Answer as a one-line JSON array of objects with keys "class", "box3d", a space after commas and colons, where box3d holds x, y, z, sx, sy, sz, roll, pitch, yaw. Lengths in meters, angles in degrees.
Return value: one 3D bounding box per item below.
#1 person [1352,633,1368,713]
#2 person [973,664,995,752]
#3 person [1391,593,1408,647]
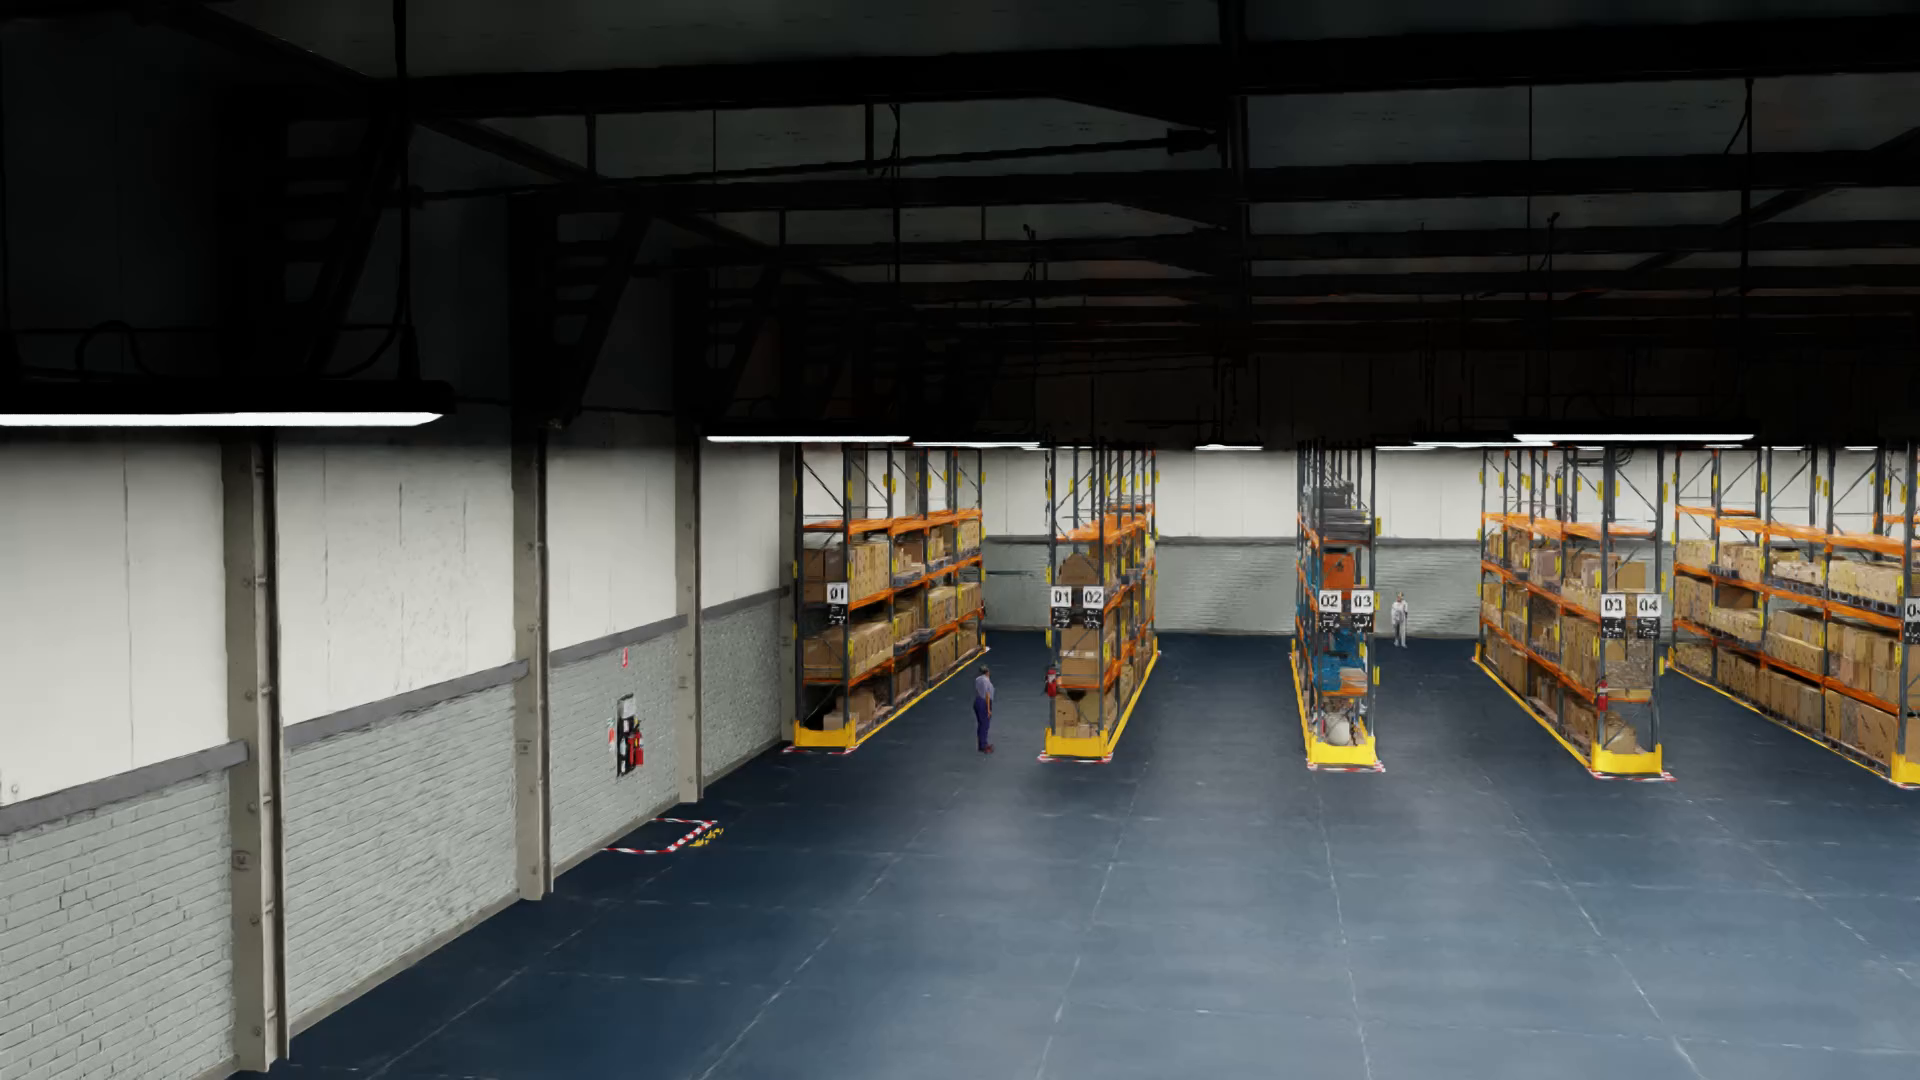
[{"class": "person", "box3d": [8.814, 2.875, 36.537, 0.434, 1.791, 0.710, 0, 3, 1]}, {"class": "person", "box3d": [0.493, 3.240, 31.844, 0.426, 1.581, 0.514, -1, 3, -21]}, {"class": "person", "box3d": [12.916, 2.325, 48.859, 0.494, 1.589, 1.086, 1, 3, 12]}]
